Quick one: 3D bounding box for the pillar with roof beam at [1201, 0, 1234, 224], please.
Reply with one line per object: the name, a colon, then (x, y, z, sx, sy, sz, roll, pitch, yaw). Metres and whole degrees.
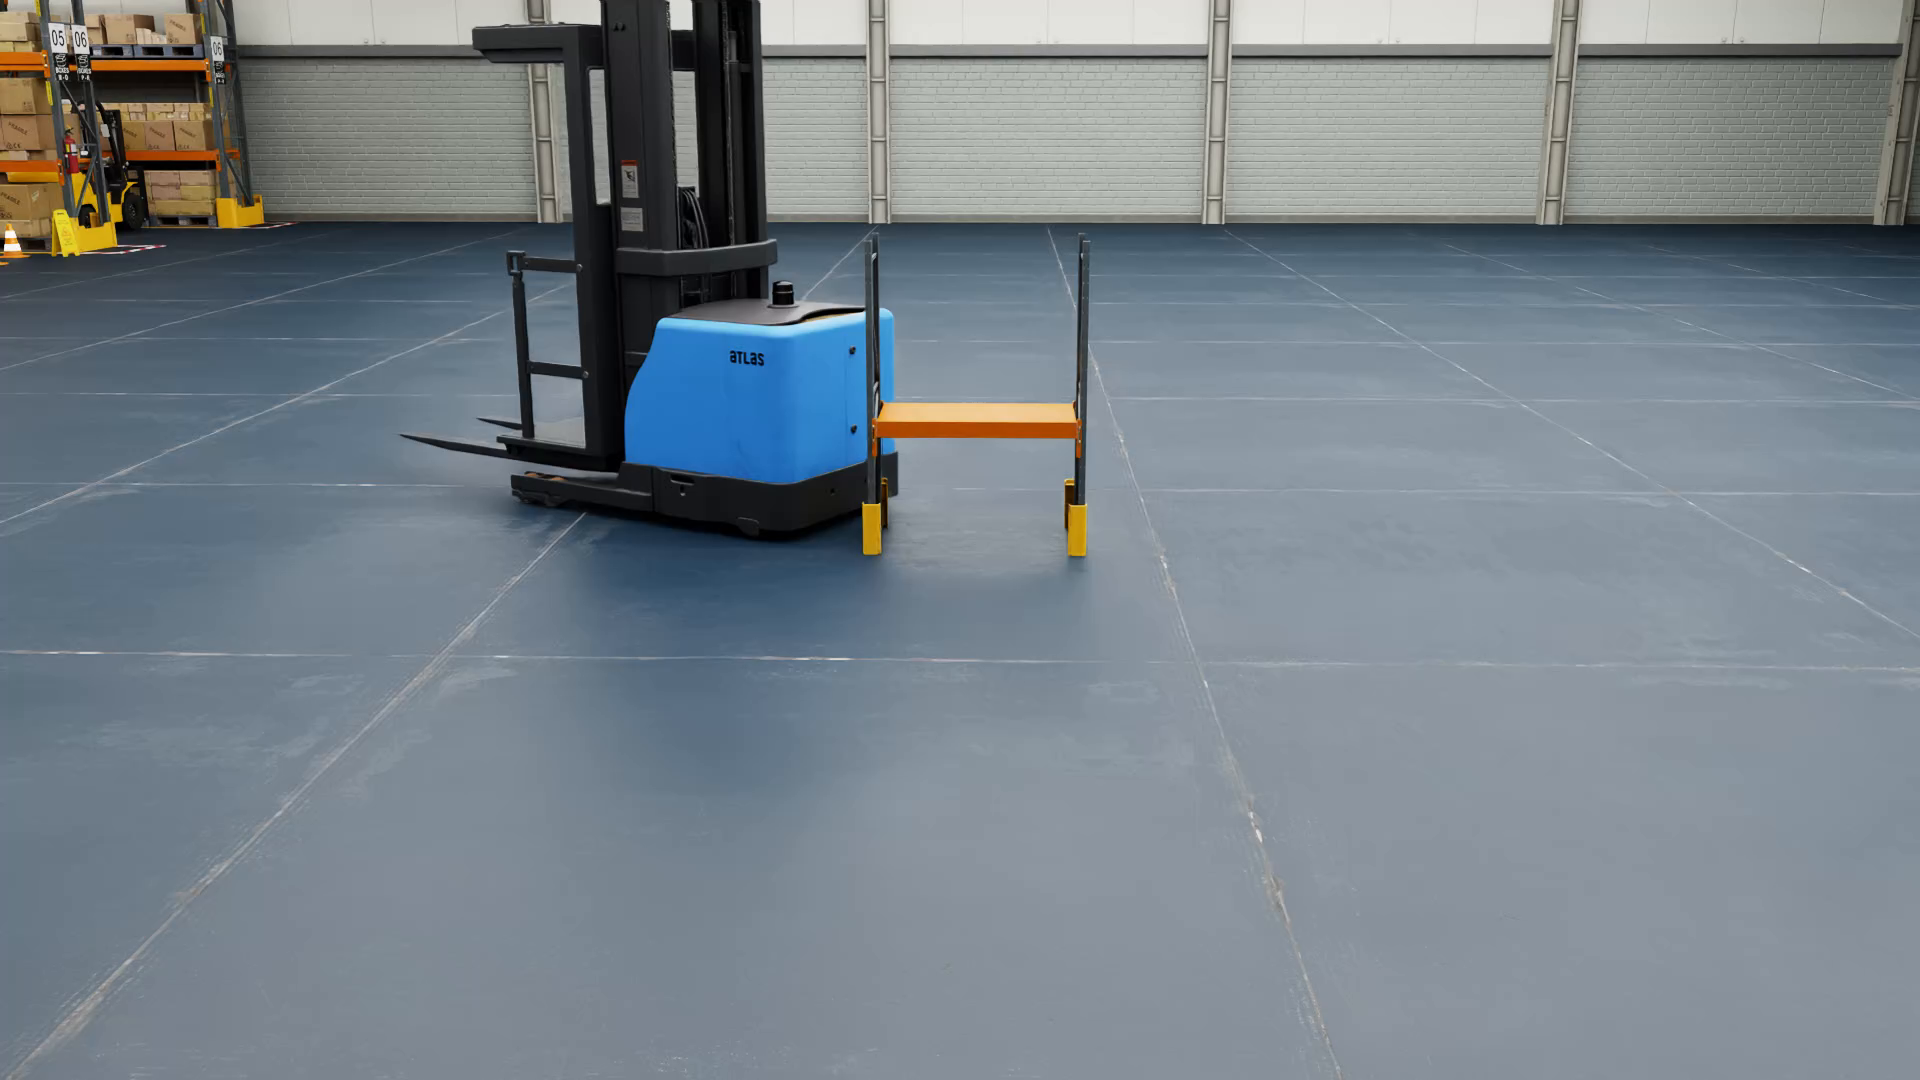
pillar with roof beam: (4.443, -8.955, 24.641, 0.400, 9.000, 9.100, 0, 15, 1)

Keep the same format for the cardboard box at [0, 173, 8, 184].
cardboard box: (-14.067, -5.243, 24.157, 0.250, 0.149, 0.380, 1, 15, 3)

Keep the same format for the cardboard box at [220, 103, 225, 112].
cardboard box: (-13.098, -7.597, 29.205, 0.250, 0.149, 0.380, 0, 15, 0)

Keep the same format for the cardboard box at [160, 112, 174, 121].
cardboard box: (-13.636, -7.339, 28.809, 0.250, 0.149, 0.380, 1, 15, 2)

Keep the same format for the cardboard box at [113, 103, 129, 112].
cardboard box: (-14.410, -7.472, 28.730, 0.250, 0.149, 0.380, 1, 15, 3)

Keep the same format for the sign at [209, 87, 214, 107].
sign: (-12.796, -7.571, 28.422, 0.005, 0.325, 0.100, 0, 15, 1)

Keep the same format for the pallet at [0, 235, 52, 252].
pallet: (-13.778, -4.435, 24.738, 1.213, 0.211, 1.003, 0, 15, 1)

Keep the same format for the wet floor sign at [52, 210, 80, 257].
wet floor sign: (-12.729, -4.356, 23.587, 0.232, 0.644, 0.267, 6, 16, 21)

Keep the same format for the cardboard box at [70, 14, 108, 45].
cardboard box: (-14.822, -8.773, 28.611, 0.637, 0.503, 0.797, 1, 15, 3)

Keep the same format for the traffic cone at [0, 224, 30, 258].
traffic cone: (-13.354, -4.216, 23.413, 0.334, 0.463, 0.336, 0, 15, 1)

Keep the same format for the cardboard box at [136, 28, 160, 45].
cardboard box: (-13.858, -8.601, 28.425, 0.258, 0.266, 0.396, 0, 15, 2)

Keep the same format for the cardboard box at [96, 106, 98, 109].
cardboard box: (-14.916, -7.504, 28.850, 0.250, 0.149, 0.380, 0, 15, 2)

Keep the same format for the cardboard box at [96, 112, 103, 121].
cardboard box: (-14.910, -7.339, 28.808, 0.250, 0.149, 0.380, 0, 15, 0)

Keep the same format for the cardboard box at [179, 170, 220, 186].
cardboard box: (-13.236, -6.315, 29.004, 0.500, 0.250, 0.500, 1, 15, 3)

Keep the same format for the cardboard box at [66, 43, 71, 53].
cardboard box: (-13.214, -7.183, 24.297, 0.250, 0.149, 0.380, 0, 15, 1)

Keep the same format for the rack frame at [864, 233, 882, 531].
rack frame: (-0.423, -0.728, 8.159, 0.032, 1.500, 0.500, 0, 15, 1)

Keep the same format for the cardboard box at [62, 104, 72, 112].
cardboard box: (-15.422, -7.488, 28.792, 0.250, 0.149, 0.380, 0, 15, 1)

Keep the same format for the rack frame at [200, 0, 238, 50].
rack frame: (-12.768, -9.936, 28.359, 0.127, 3.000, 1.000, 0, 15, 1)

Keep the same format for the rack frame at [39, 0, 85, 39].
rack frame: (-12.891, -8.670, 23.561, 0.127, 3.000, 1.000, 0, 15, 1)

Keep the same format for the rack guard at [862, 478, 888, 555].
rack guard: (-0.422, -0.124, 8.318, 0.087, 0.250, 0.587, 0, 15, 1)

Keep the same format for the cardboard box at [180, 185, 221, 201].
cardboard box: (-13.263, -6.074, 29.067, 0.500, 0.250, 0.500, 0, 15, 1)

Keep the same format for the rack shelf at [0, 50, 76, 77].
rack shelf: (-14.890, -6.884, 24.084, 4.000, 0.370, 1.077, 0, 15, 1)

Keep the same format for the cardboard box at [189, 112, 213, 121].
cardboard box: (-13.122, -7.328, 28.766, 0.250, 0.149, 0.380, 1, 15, 2)

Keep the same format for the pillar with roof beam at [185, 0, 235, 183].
pillar with roof beam: (-13.551, -9.072, 25.086, 0.400, 9.000, 9.100, 0, 15, 1)

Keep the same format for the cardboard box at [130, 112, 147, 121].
cardboard box: (-14.152, -7.333, 28.787, 0.250, 0.149, 0.380, 0, 15, 0)

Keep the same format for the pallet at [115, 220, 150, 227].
pallet: (-14.750, -5.690, 29.491, 1.213, 0.211, 1.003, 0, 15, 1)

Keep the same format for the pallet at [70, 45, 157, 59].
pallet: (-14.697, -8.461, 28.823, 1.213, 0.211, 1.003, 0, 15, 1)

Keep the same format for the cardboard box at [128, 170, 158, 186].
cardboard box: (-14.252, -6.318, 29.013, 0.500, 0.250, 0.500, 1, 15, 2)

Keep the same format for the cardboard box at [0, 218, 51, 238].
cardboard box: (-13.730, -4.579, 24.384, 0.500, 0.250, 0.500, 0, 15, 1)

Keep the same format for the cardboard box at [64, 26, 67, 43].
cardboard box: (-13.387, -7.362, 24.194, 0.500, 0.250, 0.500, 0, 15, 0)

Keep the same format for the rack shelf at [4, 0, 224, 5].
rack shelf: (-14.767, -9.407, 28.551, 4.000, 0.370, 1.077, 0, 15, 1)

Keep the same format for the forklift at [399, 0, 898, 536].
forklift: (-1.858, -1.696, 9.024, 3.031, 2.935, 1.130, 9, 17, 31)

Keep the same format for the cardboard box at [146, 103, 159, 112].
cardboard box: (-13.888, -7.498, 28.830, 0.250, 0.149, 0.380, 0, 15, 2)

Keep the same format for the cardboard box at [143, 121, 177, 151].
cardboard box: (-13.785, -7.025, 28.891, 0.500, 0.500, 0.500, 1, 15, 3)

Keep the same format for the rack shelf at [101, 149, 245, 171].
rack shelf: (-14.767, -6.700, 29.265, 4.000, 0.370, 1.077, 0, 15, 1)

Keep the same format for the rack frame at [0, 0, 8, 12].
rack frame: (-16.767, -9.962, 28.457, 0.127, 3.000, 1.000, 0, 15, 1)

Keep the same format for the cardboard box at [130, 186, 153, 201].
cardboard box: (-14.280, -6.078, 29.082, 0.500, 0.250, 0.500, 0, 15, 0)

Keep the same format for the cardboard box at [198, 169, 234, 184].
cardboard box: (-13.244, -6.443, 29.488, 0.500, 0.250, 0.500, 0, 15, 1)

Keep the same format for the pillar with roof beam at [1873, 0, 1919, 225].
pillar with roof beam: (16.439, -8.877, 24.345, 0.400, 9.000, 9.100, 0, 15, 1)

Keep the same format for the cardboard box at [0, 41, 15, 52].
cardboard box: (-13.504, -7.022, 23.688, 0.250, 0.149, 0.380, 0, 15, 2)

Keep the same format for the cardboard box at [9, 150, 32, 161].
cardboard box: (-13.527, -5.569, 24.060, 0.250, 0.149, 0.380, 0, 15, 1)

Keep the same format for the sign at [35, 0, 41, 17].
sign: (-12.925, -7.506, 23.294, 0.005, 0.325, 0.100, 0, 15, 1)

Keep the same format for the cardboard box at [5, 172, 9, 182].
cardboard box: (-16.291, -6.335, 29.077, 0.500, 0.250, 0.500, 0, 15, 1)

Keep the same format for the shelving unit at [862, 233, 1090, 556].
shelving unit: (0.076, -0.725, 8.147, 1.083, 1.500, 0.587, 0, 15, 1)

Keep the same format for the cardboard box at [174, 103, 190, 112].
cardboard box: (-13.379, -7.483, 28.772, 0.250, 0.149, 0.380, 0, 15, 2)

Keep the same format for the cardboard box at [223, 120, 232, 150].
cardboard box: (-13.256, -7.157, 29.392, 0.500, 0.500, 0.500, 1, 15, 3)

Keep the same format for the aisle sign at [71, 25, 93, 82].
aisle sign: (-12.821, -7.105, 24.292, 0.004, 0.787, 0.394, 0, 15, 1)

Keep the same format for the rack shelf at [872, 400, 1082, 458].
rack shelf: (0.085, -0.551, 8.192, 1.000, 0.185, 0.538, 0, 15, 1)

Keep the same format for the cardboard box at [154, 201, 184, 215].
cardboard box: (-13.743, -5.836, 29.149, 0.500, 0.250, 0.500, 0, 15, 1)

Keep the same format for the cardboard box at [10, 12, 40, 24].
cardboard box: (-13.237, -7.410, 23.597, 0.250, 0.149, 0.380, 1, 15, 2)

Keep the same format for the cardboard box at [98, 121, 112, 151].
cardboard box: (-14.800, -7.029, 28.905, 0.500, 0.500, 0.500, 0, 15, 2)

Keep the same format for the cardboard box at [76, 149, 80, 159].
cardboard box: (-13.225, -5.702, 24.567, 0.250, 0.149, 0.380, 0, 15, 2)

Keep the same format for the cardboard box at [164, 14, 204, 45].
cardboard box: (-13.217, -8.726, 28.438, 0.500, 0.500, 0.500, 1, 15, 3)

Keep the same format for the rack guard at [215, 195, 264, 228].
rack guard: (-12.744, -5.826, 29.442, 0.348, 0.500, 1.175, 0, 15, 1)

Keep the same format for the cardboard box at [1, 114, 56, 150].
cardboard box: (-13.441, -5.894, 24.022, 0.500, 0.500, 0.500, 0, 15, 0)
